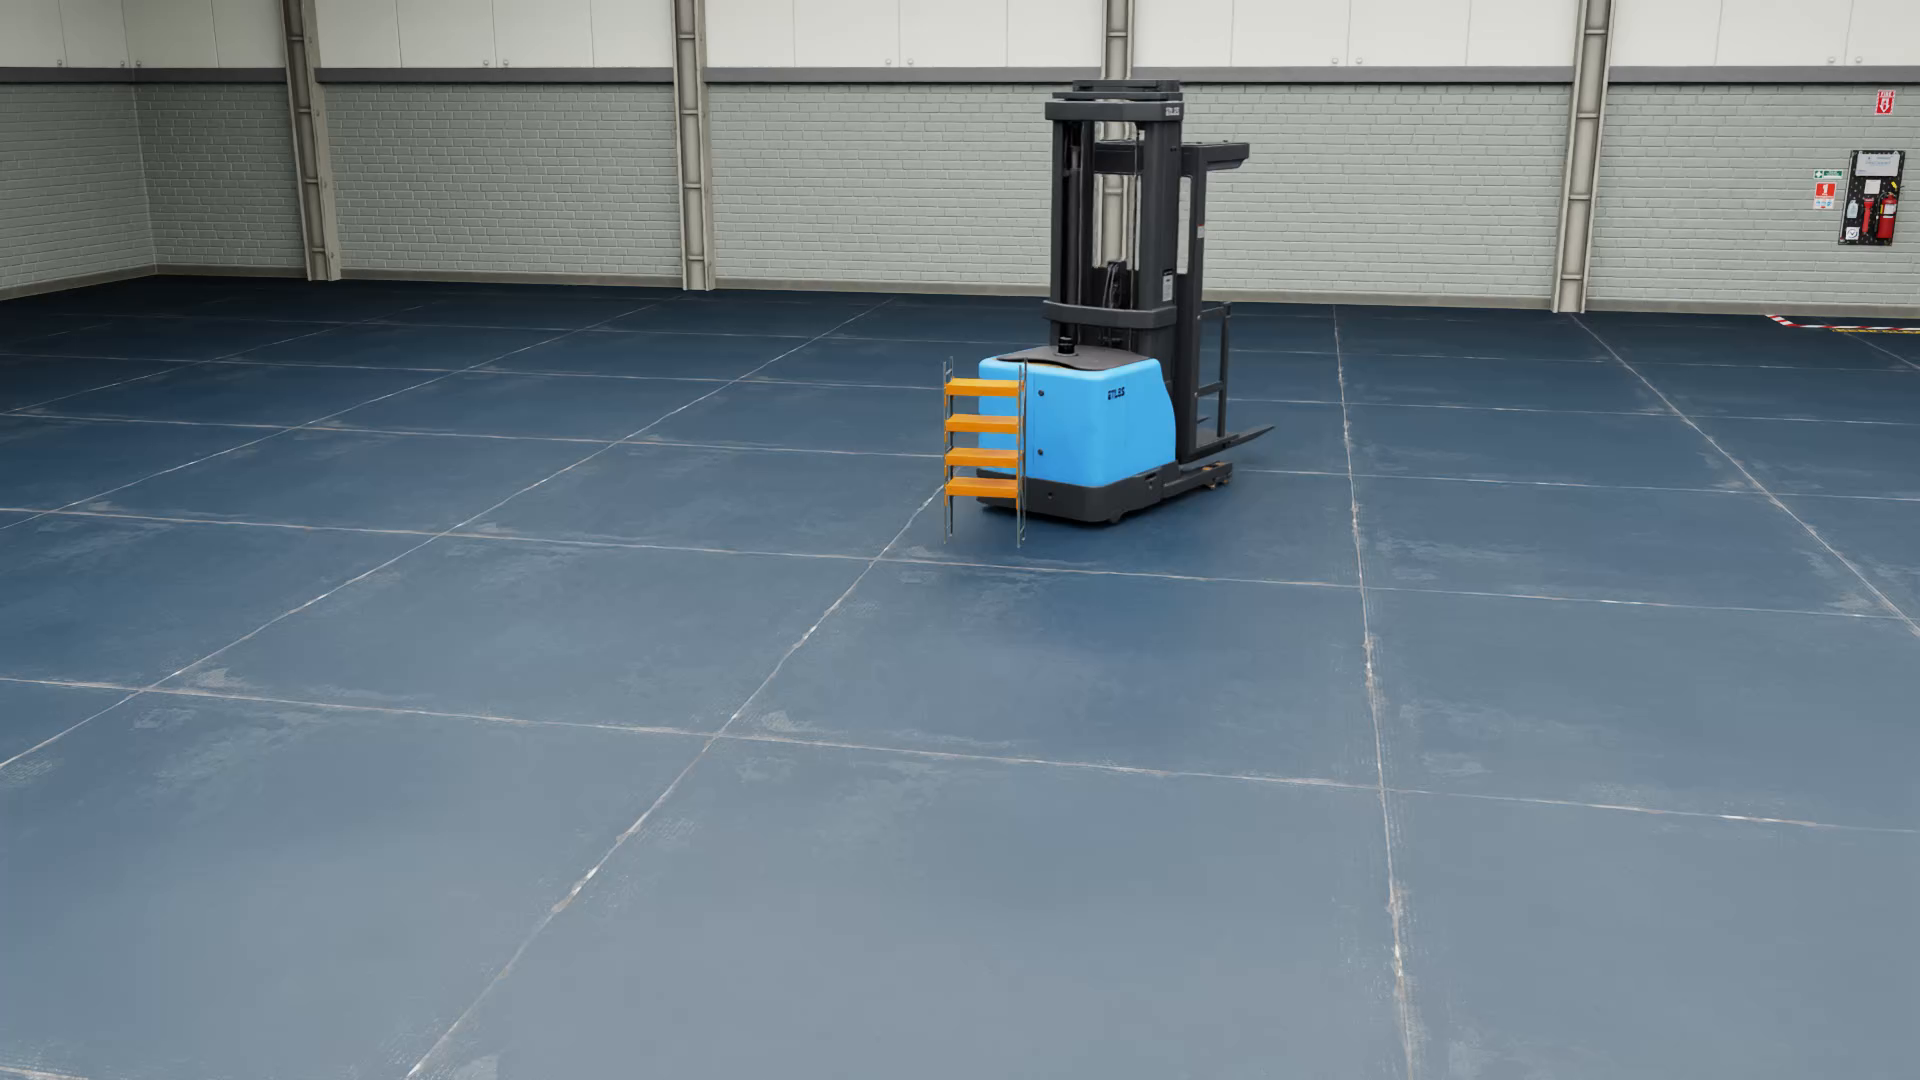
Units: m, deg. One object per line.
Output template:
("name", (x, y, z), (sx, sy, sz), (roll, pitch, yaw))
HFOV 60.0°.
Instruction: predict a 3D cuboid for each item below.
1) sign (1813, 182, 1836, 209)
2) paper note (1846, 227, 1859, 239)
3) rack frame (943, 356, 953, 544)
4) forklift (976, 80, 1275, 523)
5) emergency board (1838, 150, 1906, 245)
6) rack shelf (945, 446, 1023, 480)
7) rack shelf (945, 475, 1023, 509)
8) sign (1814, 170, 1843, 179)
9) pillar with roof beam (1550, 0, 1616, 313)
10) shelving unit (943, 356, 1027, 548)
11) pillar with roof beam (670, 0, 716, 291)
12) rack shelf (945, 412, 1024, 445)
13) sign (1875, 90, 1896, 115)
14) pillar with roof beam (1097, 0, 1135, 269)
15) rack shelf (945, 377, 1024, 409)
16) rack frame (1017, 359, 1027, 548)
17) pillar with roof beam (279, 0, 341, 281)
("sign", (10.921, -4.348, 21.001), (0.234, 0.329, 0.001), (3, 16, 11))
("paper note", (11.283, -3.877, 21.019), (0.142, 0.148, 0.016), (3, 16, 11))
("rack frame", (-0.077, -0.582, 10.847), (0.015, 1.200, 0.240), (3, 16, 11))
("forklift", (1.397, -1.860, 12.216), (1.130, 2.935, 3.031), (11, 19, 35))
("emergency board", (11.442, -4.274, 20.803), (0.643, 1.169, 0.194), (3, 16, 11))
("rack shelf", (0.162, -0.505, 10.818), (0.480, 0.148, 0.258), (3, 16, 11))
("rack shelf", (0.162, -0.313, 10.871), (0.480, 0.148, 0.258), (3, 16, 11))
("sign", (10.924, -4.600, 20.921), (0.331, 0.109, 0.001), (3, 16, 11))
("pillar with roof beam", (7.119, -6.217, 16.578), (0.400, 9.000, 9.100), (3, 16, 11))
("shelving unit", (0.162, -0.569, 10.800), (0.503, 1.200, 0.258), (3, 16, 11))
("pillar with roof beam", (-4.641, -6.855, 18.882), (0.400, 9.000, 9.100), (3, 16, 11))
("rack shelf", (0.162, -0.720, 10.758), (0.480, 0.148, 0.258), (3, 16, 11))
("sign", (11.454, -5.418, 20.589), (0.199, 0.298, 0.001), (3, 16, 11))
("pillar with roof beam", (1.239, -6.536, 17.730), (0.400, 9.000, 9.100), (3, 16, 11))
("rack shelf", (0.162, -0.948, 10.695), (0.480, 0.148, 0.258), (3, 16, 11))
("rack frame", (0.401, -0.556, 10.753), (0.015, 1.200, 0.240), (3, 16, 11))
("pillar with roof beam", (-10.520, -7.174, 20.035), (0.400, 9.000, 9.100), (3, 16, 11))
